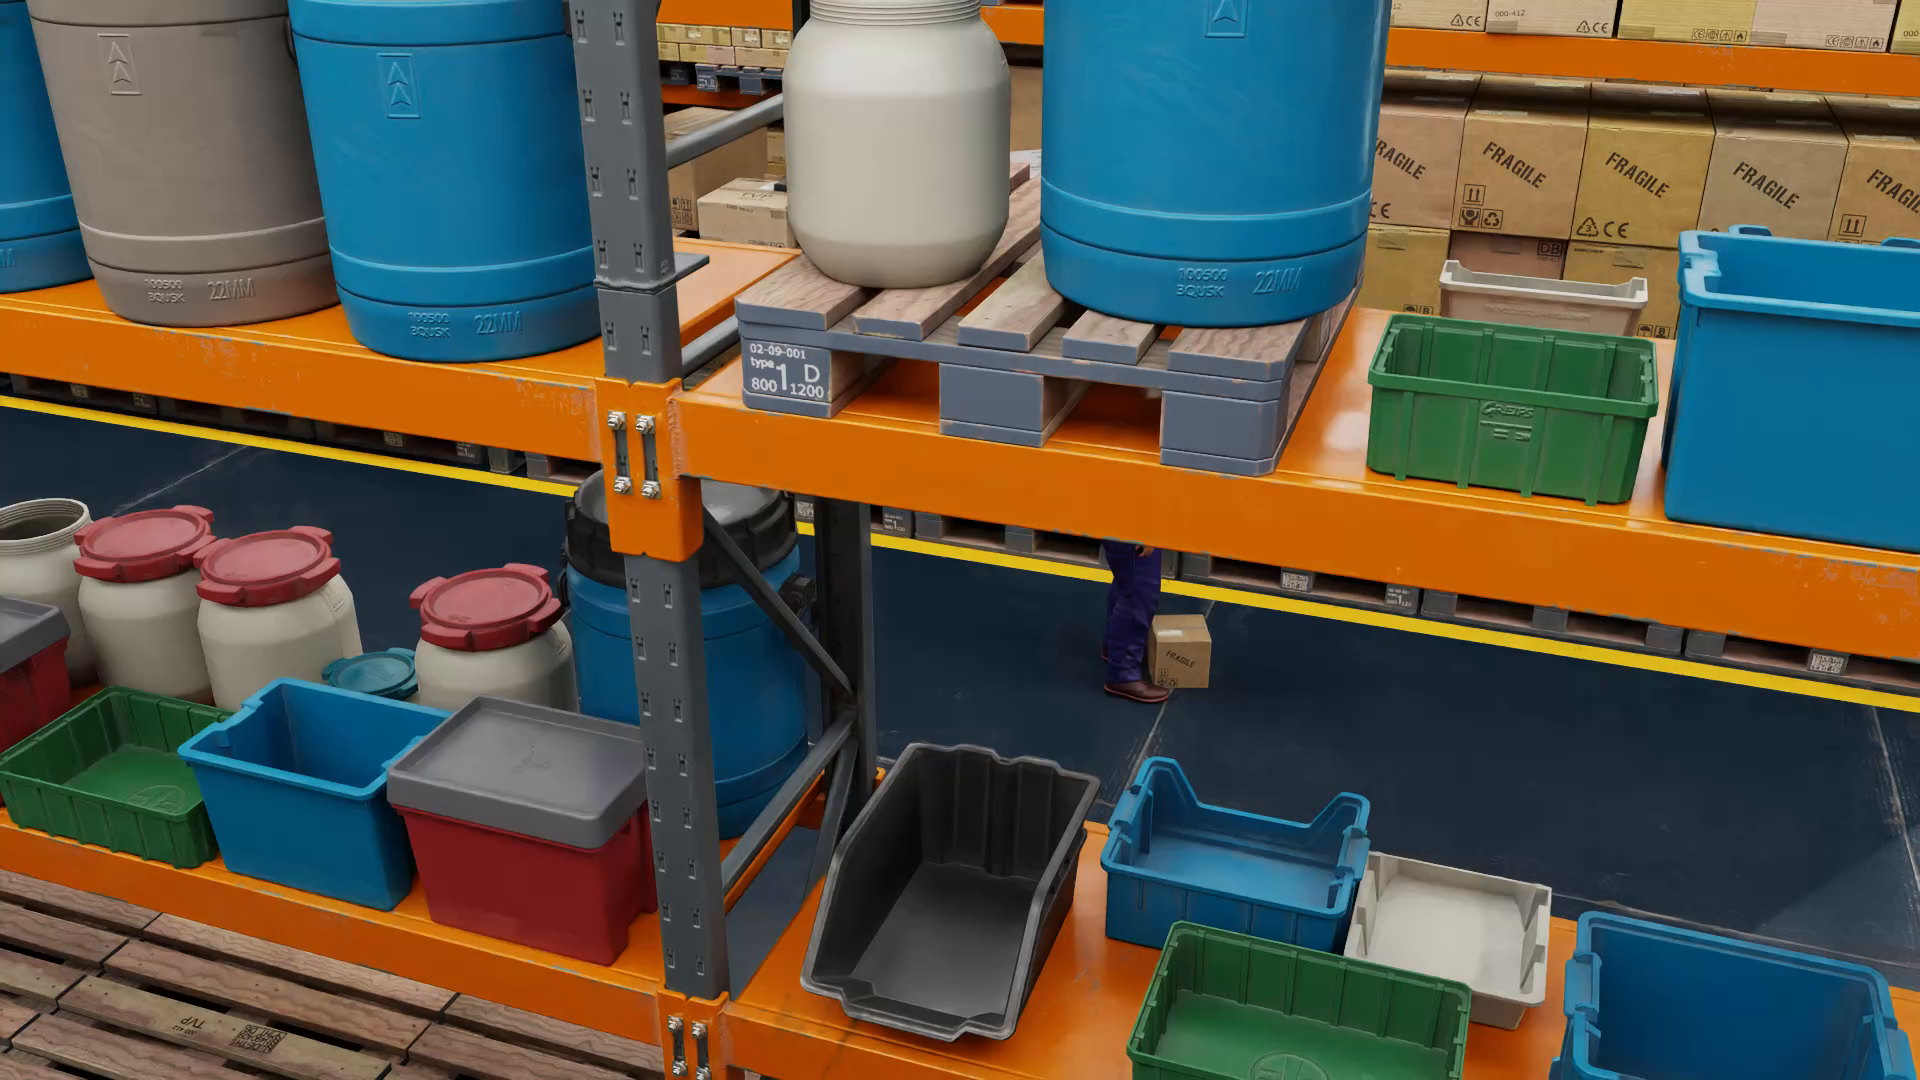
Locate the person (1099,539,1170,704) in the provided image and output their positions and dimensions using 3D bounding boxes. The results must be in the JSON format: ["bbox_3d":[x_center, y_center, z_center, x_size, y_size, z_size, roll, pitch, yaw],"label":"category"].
[{"bbox_3d":[0.775,-0.122,7.372,0.375,1.651,0.557,0,26,0],"label":"person"}]
